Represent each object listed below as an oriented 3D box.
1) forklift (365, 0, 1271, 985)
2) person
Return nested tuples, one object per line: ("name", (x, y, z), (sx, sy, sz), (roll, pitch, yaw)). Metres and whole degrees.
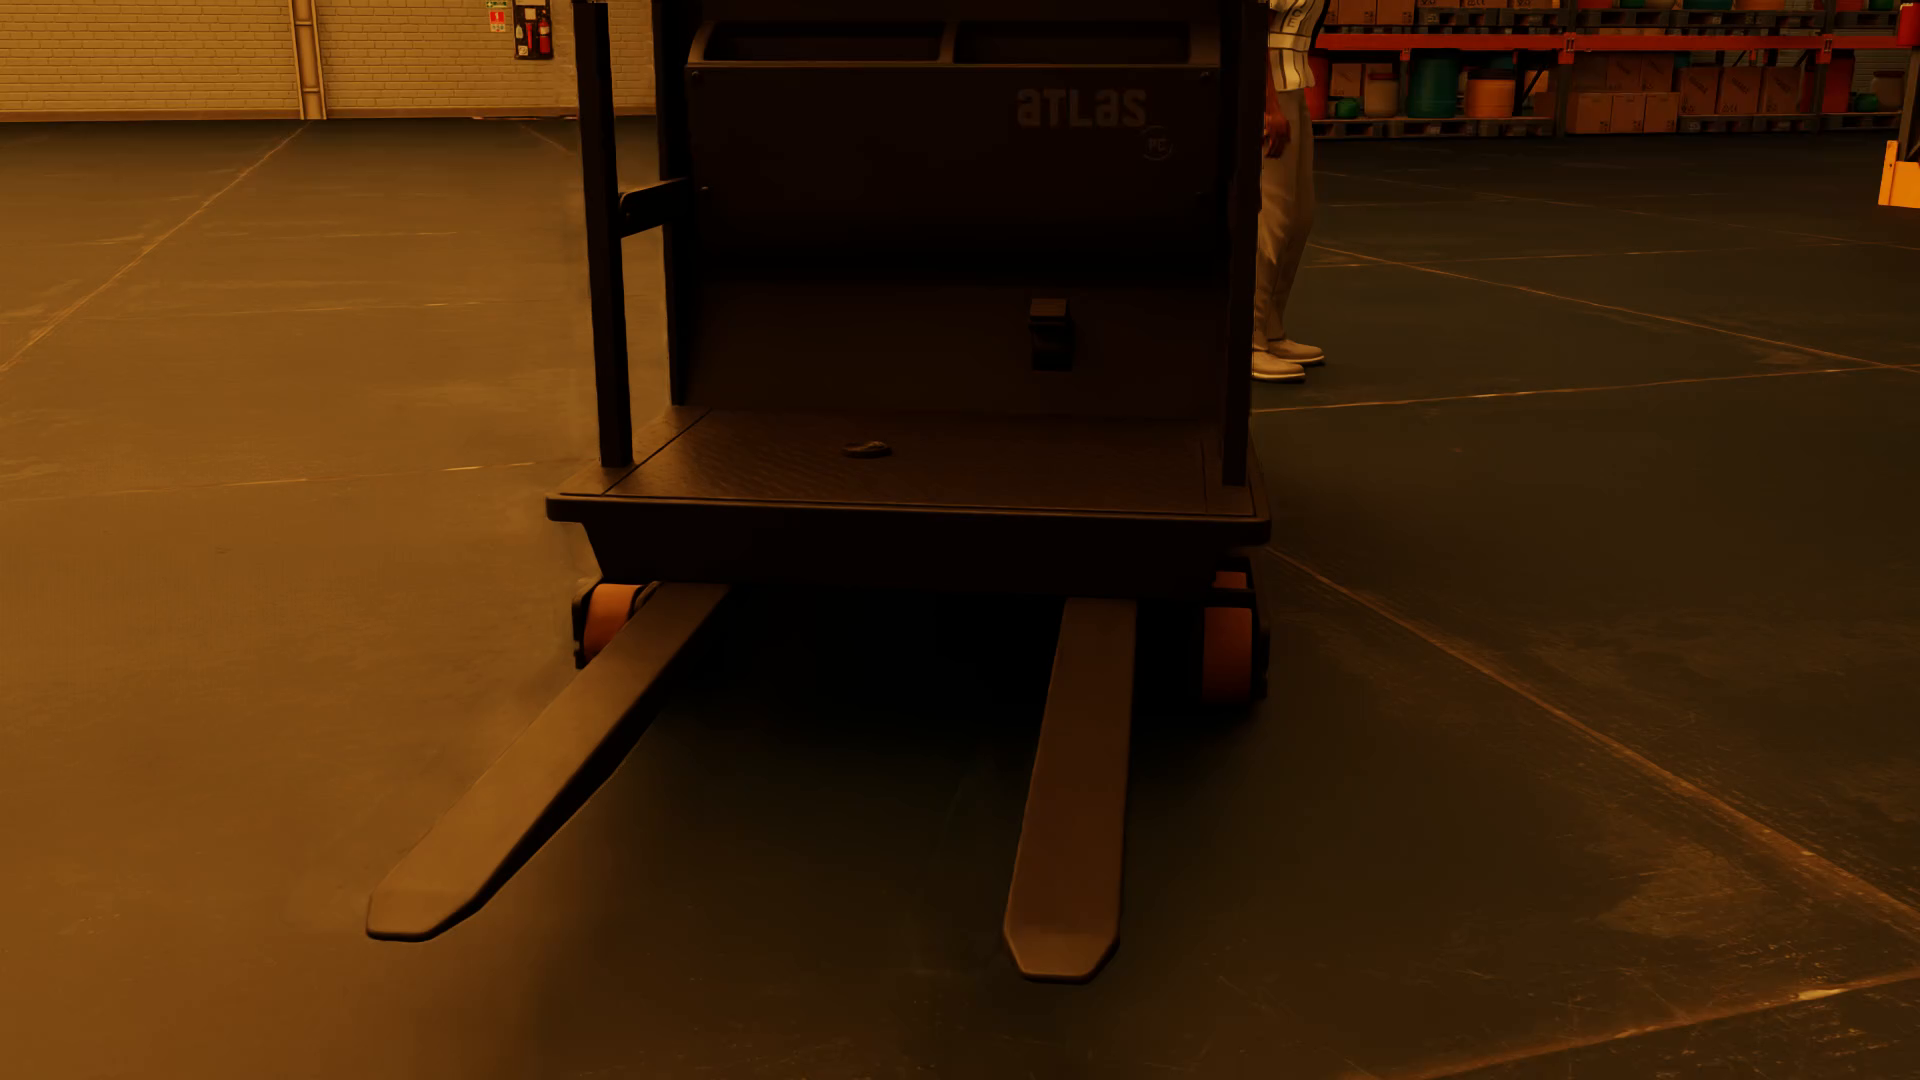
("forklift", (-0.036, -1.241, 2.587), (1.130, 2.935, 3.031), (2, 16, 7))
("person", (1.015, -1.368, 5.300), (0.397, 1.656, 0.530), (6, 17, 21))
